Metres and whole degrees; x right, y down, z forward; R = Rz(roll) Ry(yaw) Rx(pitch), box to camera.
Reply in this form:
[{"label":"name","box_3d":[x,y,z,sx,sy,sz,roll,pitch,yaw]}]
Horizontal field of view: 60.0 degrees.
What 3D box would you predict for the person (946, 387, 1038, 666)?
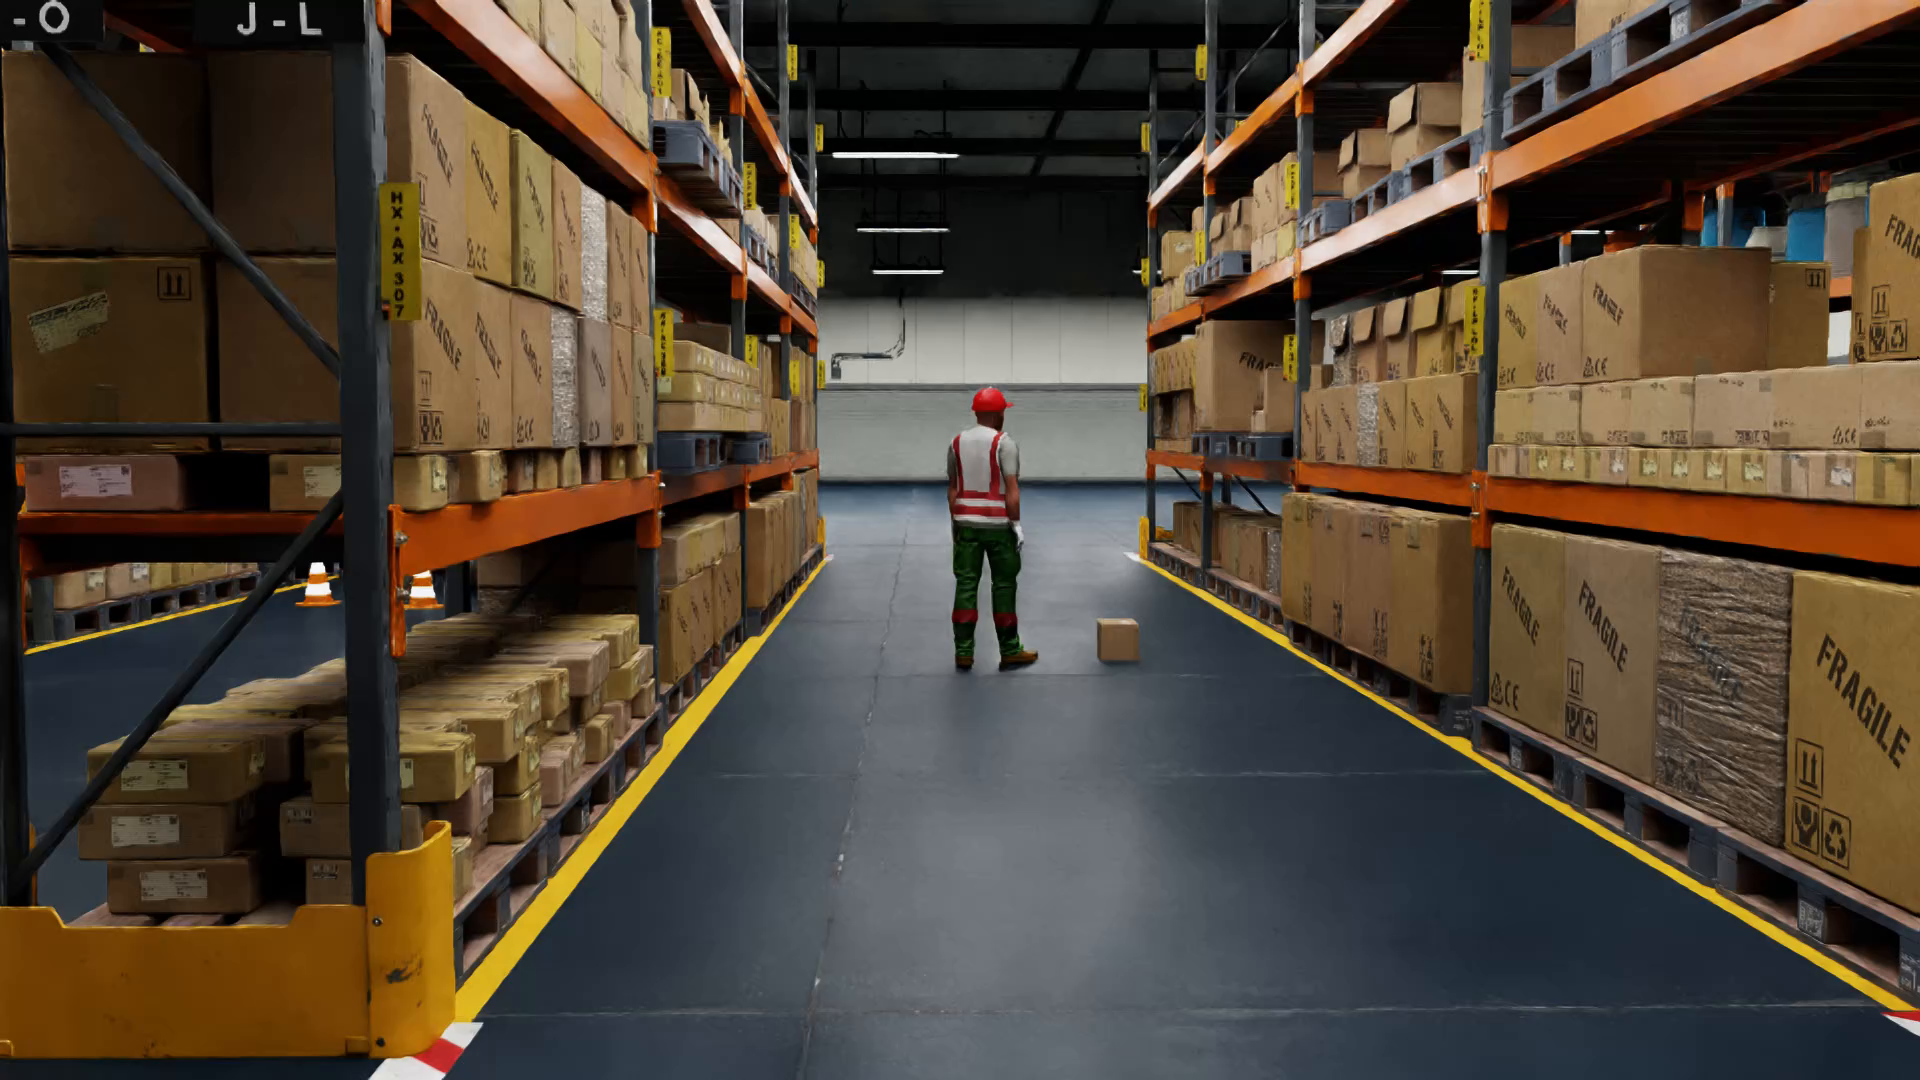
[{"label":"person","box_3d":[0.194,-0.090,10.778,0.544,1.792,0.585,2,4,25]}]
